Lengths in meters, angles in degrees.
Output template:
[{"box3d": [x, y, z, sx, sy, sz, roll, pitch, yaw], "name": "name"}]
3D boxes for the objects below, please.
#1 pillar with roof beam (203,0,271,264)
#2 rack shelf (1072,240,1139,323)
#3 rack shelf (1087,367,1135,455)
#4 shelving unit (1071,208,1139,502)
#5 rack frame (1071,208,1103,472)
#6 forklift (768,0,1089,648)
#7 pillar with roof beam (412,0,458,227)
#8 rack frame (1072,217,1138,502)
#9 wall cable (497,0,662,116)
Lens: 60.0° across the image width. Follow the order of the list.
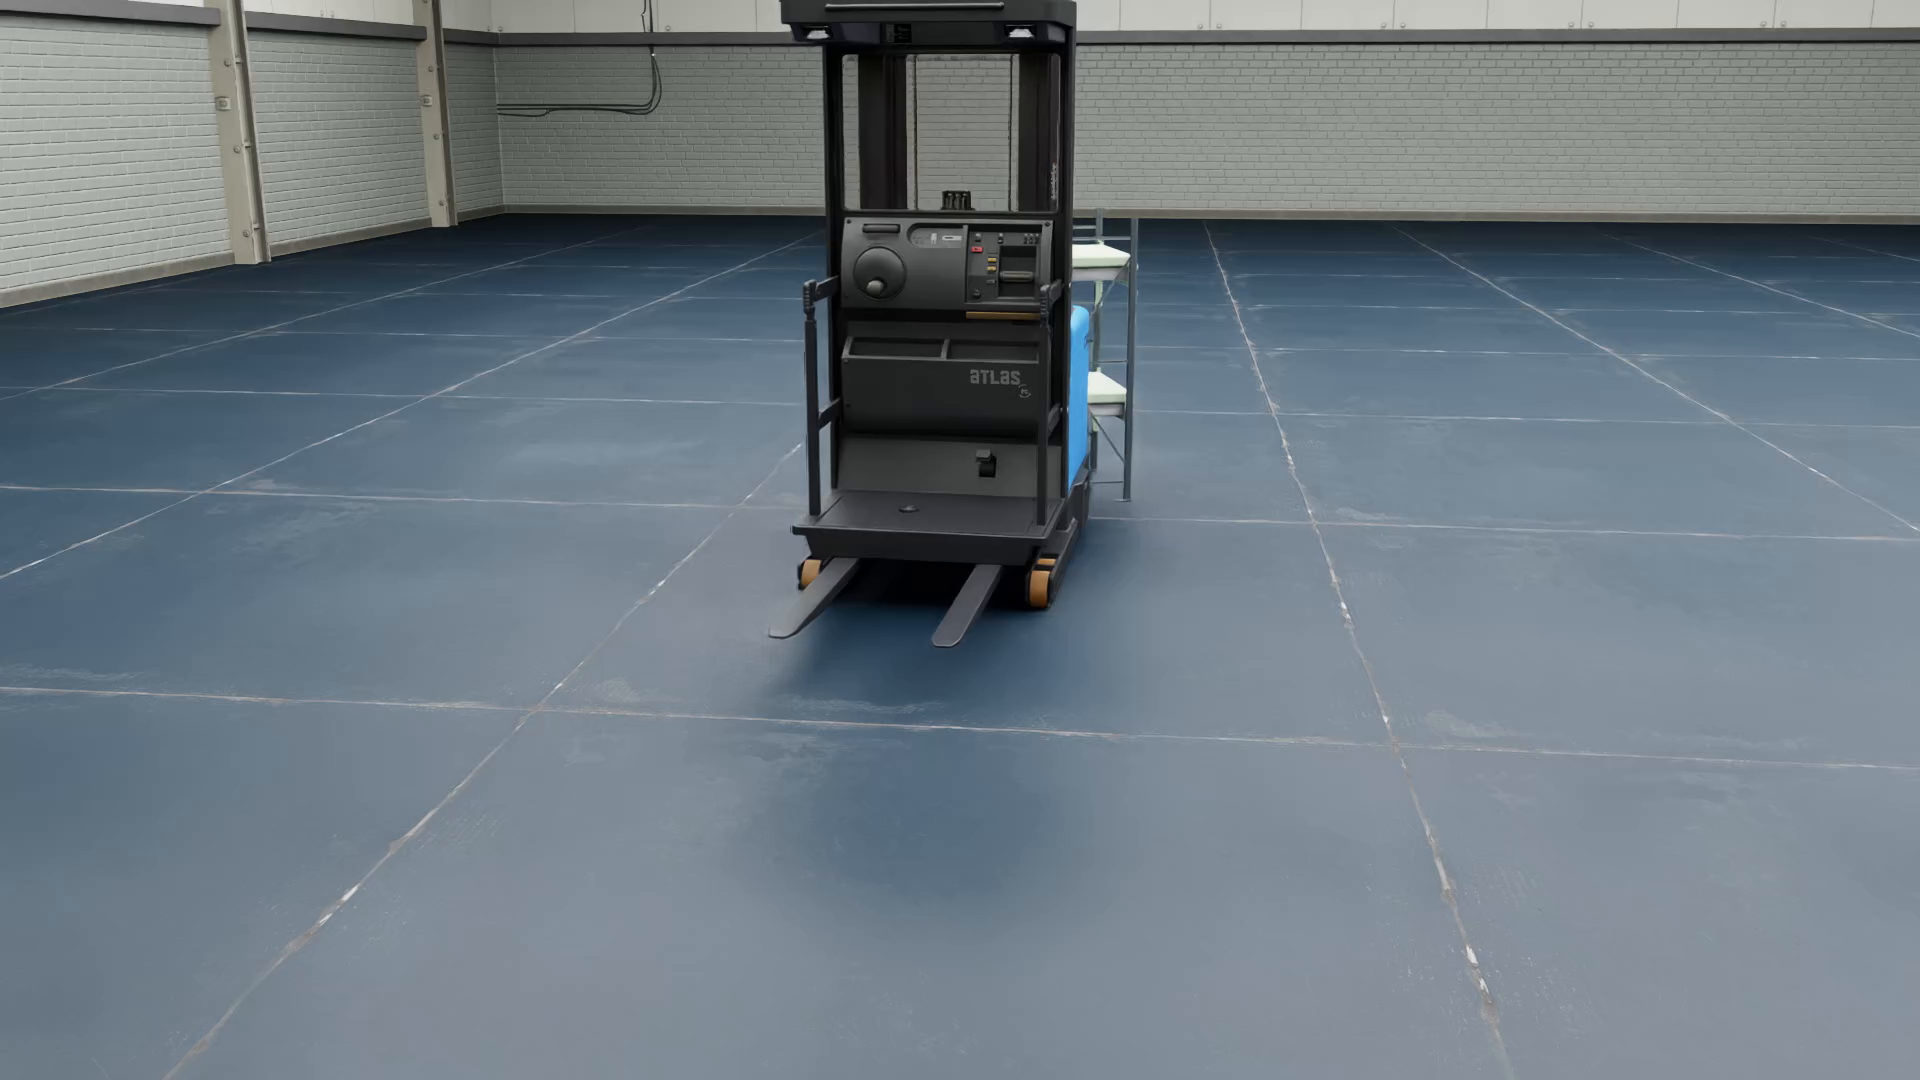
[{"box3d": [-4.800, -7.776, 19.681, 9.100, 9.000, 0.400, 2, 15, 6], "name": "pillar with roof beam"}, {"box3d": [0.656, -1.397, 8.960, 0.431, 0.370, 0.720, -3, 15, -9], "name": "rack shelf"}, {"box3d": [0.656, -0.705, 9.147, 0.431, 0.370, 0.720, -3, 15, -9], "name": "rack shelf"}, {"box3d": [0.656, -1.020, 9.062, 0.431, 1.500, 0.755, -3, 15, -9], "name": "shelving unit"}, {"box3d": [0.596, -1.114, 9.410, 0.400, 1.500, 0.023, -3, 15, -9], "name": "rack frame"}, {"box3d": [-0.095, -1.225, 7.077, 1.130, 2.935, 3.031, 3, 15, 10], "name": "forklift"}, {"box3d": [-4.123, -9.333, 25.436, 9.100, 9.000, 0.400, 2, 15, 6], "name": "pillar with roof beam"}, {"box3d": [0.717, -0.926, 8.713, 0.400, 1.500, 0.023, -3, 15, -9], "name": "rack frame"}, {"box3d": [-6.754, -8.686, 28.992, 3.097, 2.526, 0.112, 2, 15, 6], "name": "wall cable"}]
